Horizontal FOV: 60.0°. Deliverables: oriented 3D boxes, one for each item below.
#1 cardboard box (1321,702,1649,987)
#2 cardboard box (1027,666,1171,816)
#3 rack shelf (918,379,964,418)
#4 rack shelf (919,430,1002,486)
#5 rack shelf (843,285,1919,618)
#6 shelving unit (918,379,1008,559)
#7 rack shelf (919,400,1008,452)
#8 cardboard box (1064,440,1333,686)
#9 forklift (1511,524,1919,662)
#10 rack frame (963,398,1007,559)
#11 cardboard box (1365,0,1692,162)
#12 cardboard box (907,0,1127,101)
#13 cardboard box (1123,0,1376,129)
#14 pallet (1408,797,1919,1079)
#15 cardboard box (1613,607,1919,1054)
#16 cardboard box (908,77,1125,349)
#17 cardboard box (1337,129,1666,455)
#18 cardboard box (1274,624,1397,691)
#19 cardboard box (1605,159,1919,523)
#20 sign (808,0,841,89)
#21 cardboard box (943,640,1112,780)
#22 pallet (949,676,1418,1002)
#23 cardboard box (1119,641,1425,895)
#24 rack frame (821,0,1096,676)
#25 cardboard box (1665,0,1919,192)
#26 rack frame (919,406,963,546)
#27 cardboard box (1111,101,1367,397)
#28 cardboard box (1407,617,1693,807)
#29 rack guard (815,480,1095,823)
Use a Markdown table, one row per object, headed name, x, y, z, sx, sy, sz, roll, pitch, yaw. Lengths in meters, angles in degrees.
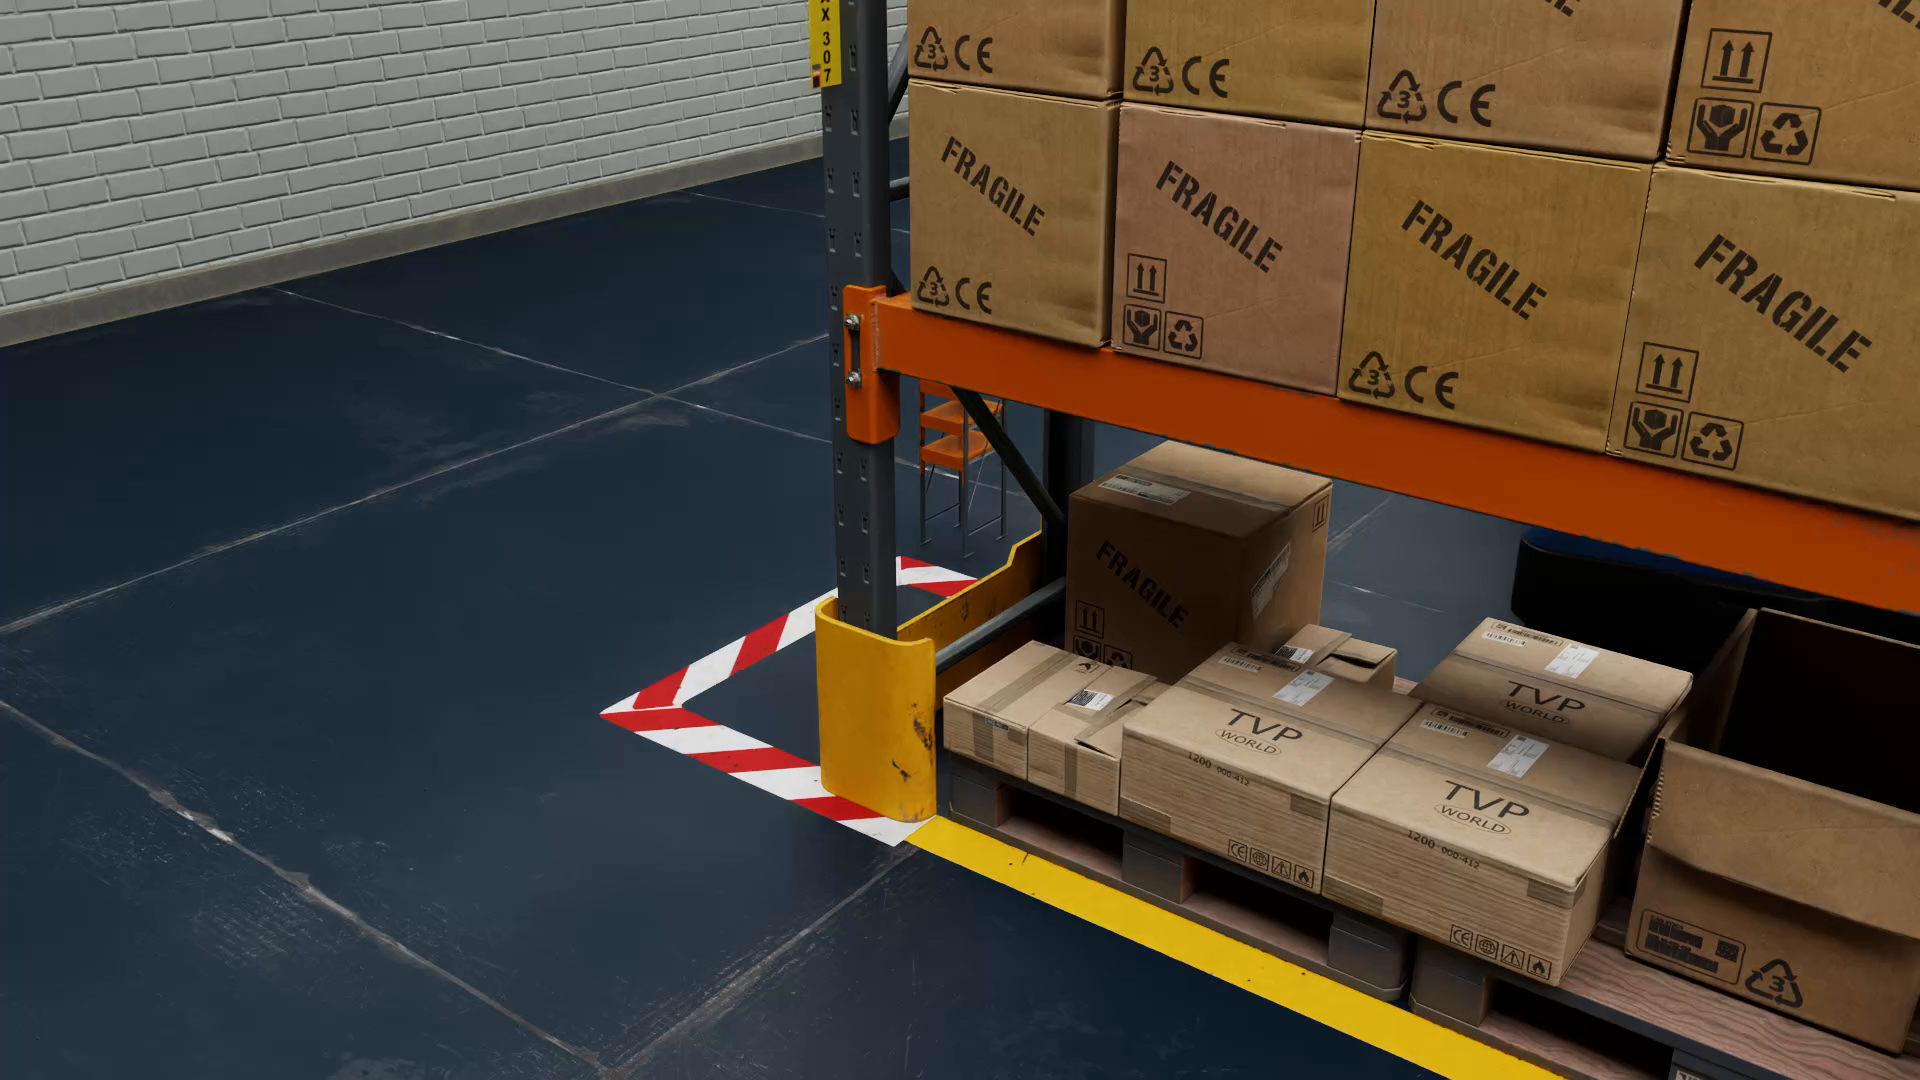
| name | x | y | z | sx | sy | sz | roll | pitch | yaw |
| --- | --- | --- | --- | --- | --- | --- | --- | --- | --- |
| cardboard box | 1.106 | 0.617 | 3.493 | 0.500 | 0.250 | 0.500 | 17 | 29 | 33 |
| cardboard box | 0.370 | 0.463 | 3.946 | 0.250 | 0.166 | 0.380 | 17 | 29 | 33 |
| rack shelf | 0.012 | -0.505 | 5.518 | 0.180 | 0.103 | 0.258 | 17 | 29 | 33 |
| rack shelf | 0.012 | -0.285 | 5.615 | 0.180 | 0.103 | 0.258 | 17 | 29 | 33 |
| rack shelf | 1.641 | -0.092 | 3.130 | 4.000 | 0.370 | 1.077 | 17 | 29 | 33 |
| shelving unit | 0.012 | -0.546 | 5.500 | 0.189 | 1.200 | 0.258 | 17 | 29 | 33 |
| rack shelf | 0.012 | -0.395 | 5.566 | 0.180 | 0.103 | 0.258 | 17 | 29 | 33 |
| cardboard box | 0.624 | 0.090 | 4.380 | 0.500 | 0.500 | 0.500 | 17 | 29 | 33 |
| forklift | 3.245 | -0.973 | 4.322 | 3.031 | 2.935 | 1.130 | 10 | 26 | 22 |
| rack frame | 0.085 | -0.523 | 5.450 | 0.006 | 1.200 | 0.240 | 17 | 29 | 33 |
| cardboard box | 1.058 | -0.969 | 2.864 | 0.500 | 0.500 | 0.500 | 17 | 29 | 34 |
| cardboard box | 0.238 | -1.215 | 3.424 | 0.500 | 0.500 | 0.500 | 18 | 29 | 35 |
| cardboard box | 0.661 | -1.091 | 3.143 | 0.500 | 0.500 | 0.500 | 17 | 29 | 34 |
| pallet | 1.712 | 0.878 | 3.496 | 1.213 | 0.211 | 1.003 | 17 | 29 | 33 |
| cardboard box | 1.735 | 0.551 | 3.329 | 0.637 | 0.503 | 0.797 | 17 | 29 | 33 |
| cardboard box | 0.238 | -0.758 | 3.626 | 0.500 | 0.500 | 0.500 | 18 | 29 | 34 |
| cardboard box | 1.054 | -0.512 | 3.069 | 0.500 | 0.500 | 0.500 | 17 | 29 | 33 |
| cardboard box | 0.894 | 0.370 | 4.159 | 0.250 | 0.166 | 0.380 | 17 | 29 | 33 |
| cardboard box | 1.453 | -0.391 | 2.793 | 0.500 | 0.500 | 0.500 | 17 | 29 | 34 |
| sign | -0.285 | -1.125 | 3.510 | 0.005 | 0.325 | 0.100 | 17 | 29 | 33 |
| cardboard box | 0.170 | 0.411 | 4.087 | 0.250 | 0.149 | 0.380 | 17 | 29 | 33 |
| pallet | 0.740 | 0.583 | 4.166 | 1.213 | 0.211 | 1.003 | 17 | 29 | 33 |
| cardboard box | 0.706 | 0.497 | 3.767 | 0.500 | 0.250 | 0.500 | 17 | 29 | 33 |
| rack frame | 0.041 | -0.904 | 4.082 | 0.127 | 3.000 | 1.000 | 17 | 29 | 33 |
| cardboard box | 1.465 | -0.846 | 2.586 | 0.500 | 0.500 | 0.500 | 17 | 29 | 33 |
| rack frame | -0.062 | -0.568 | 5.550 | 0.006 | 1.200 | 0.240 | 17 | 29 | 33 |
| cardboard box | 0.654 | -0.635 | 3.346 | 0.500 | 0.500 | 0.500 | 16 | 29 | 33 |
| cardboard box | 1.366 | 0.444 | 3.887 | 0.500 | 0.250 | 0.500 | 17 | 29 | 33 |
| rack guard | 0.102 | 0.258 | 4.545 | 0.348 | 0.500 | 1.175 | 17 | 29 | 33 |
